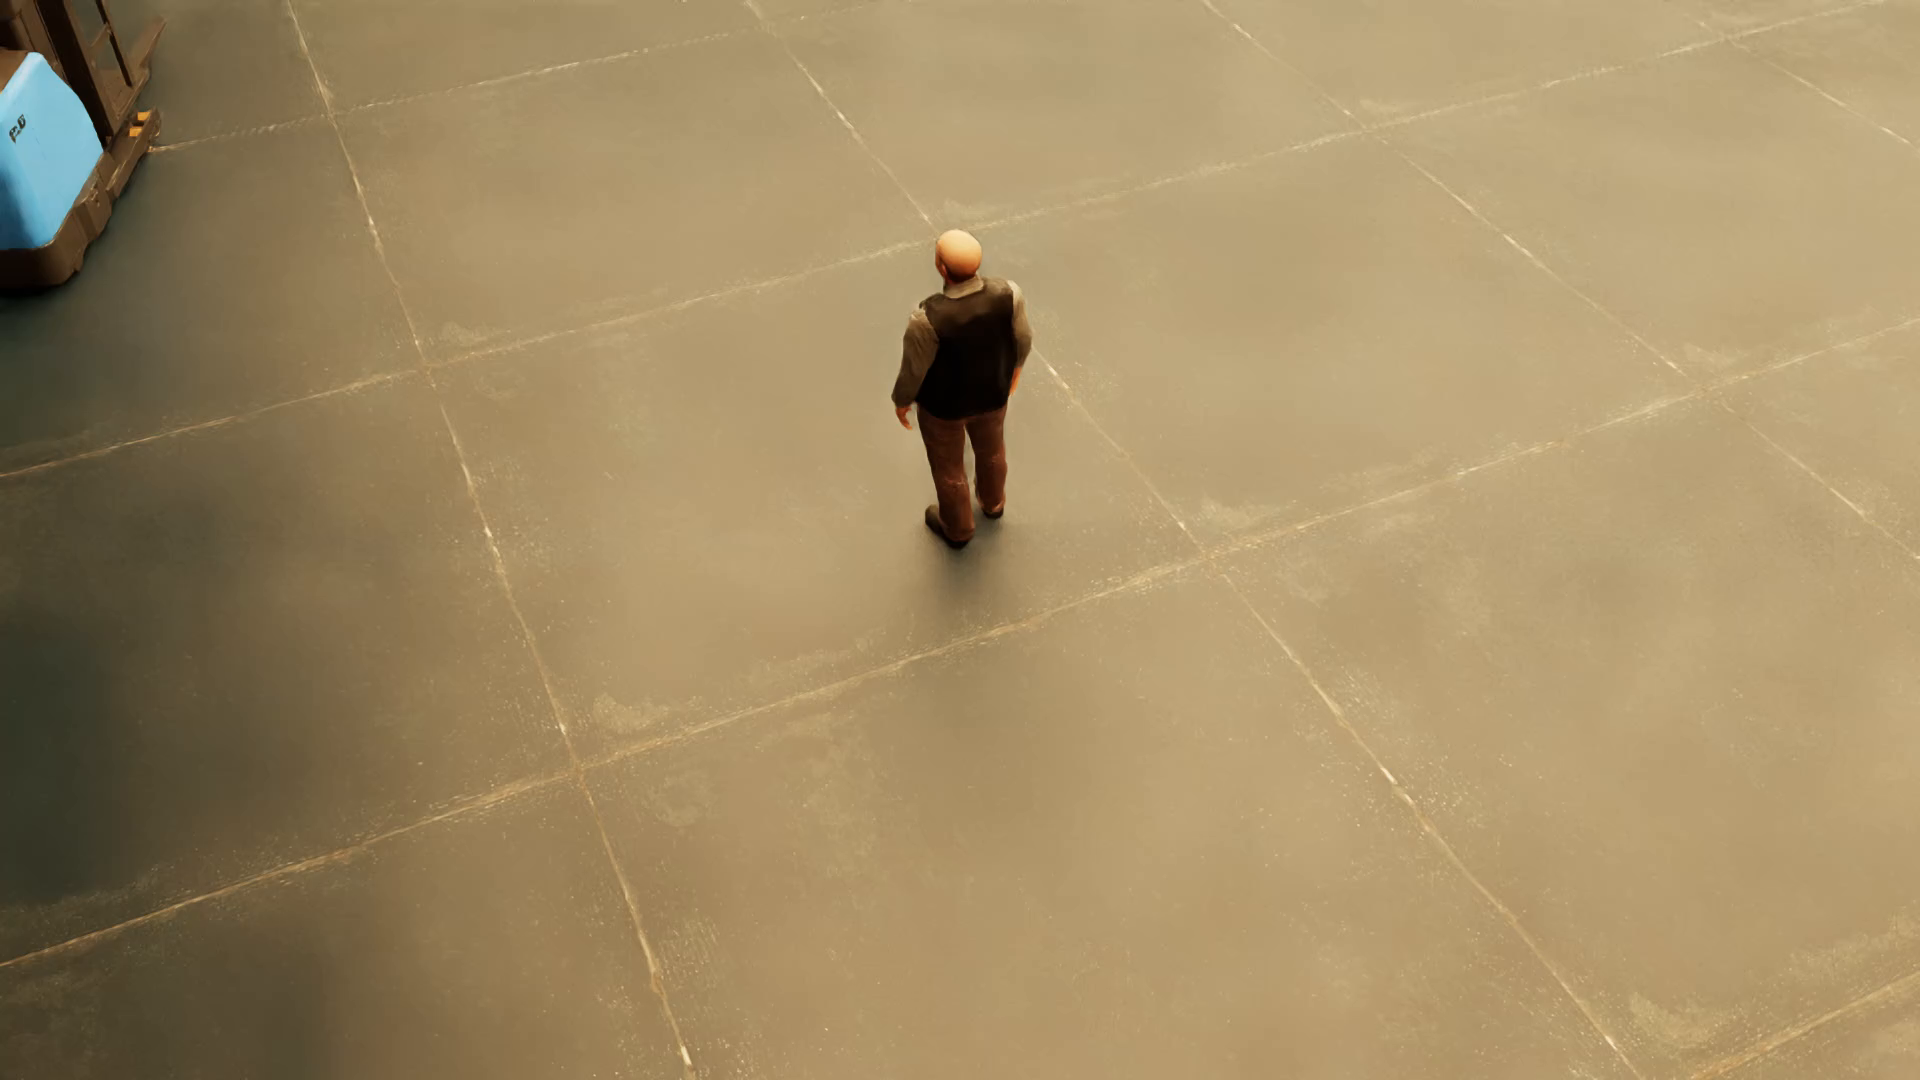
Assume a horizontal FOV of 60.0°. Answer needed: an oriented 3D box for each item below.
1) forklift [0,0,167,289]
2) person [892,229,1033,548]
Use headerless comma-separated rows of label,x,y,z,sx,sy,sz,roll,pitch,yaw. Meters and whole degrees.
forklift,-5.619,-3.431,9.357,1.130,2.935,3.031,-3,43,-4
person,-0.019,-0.676,7.280,0.632,1.720,0.567,-18,46,-18
